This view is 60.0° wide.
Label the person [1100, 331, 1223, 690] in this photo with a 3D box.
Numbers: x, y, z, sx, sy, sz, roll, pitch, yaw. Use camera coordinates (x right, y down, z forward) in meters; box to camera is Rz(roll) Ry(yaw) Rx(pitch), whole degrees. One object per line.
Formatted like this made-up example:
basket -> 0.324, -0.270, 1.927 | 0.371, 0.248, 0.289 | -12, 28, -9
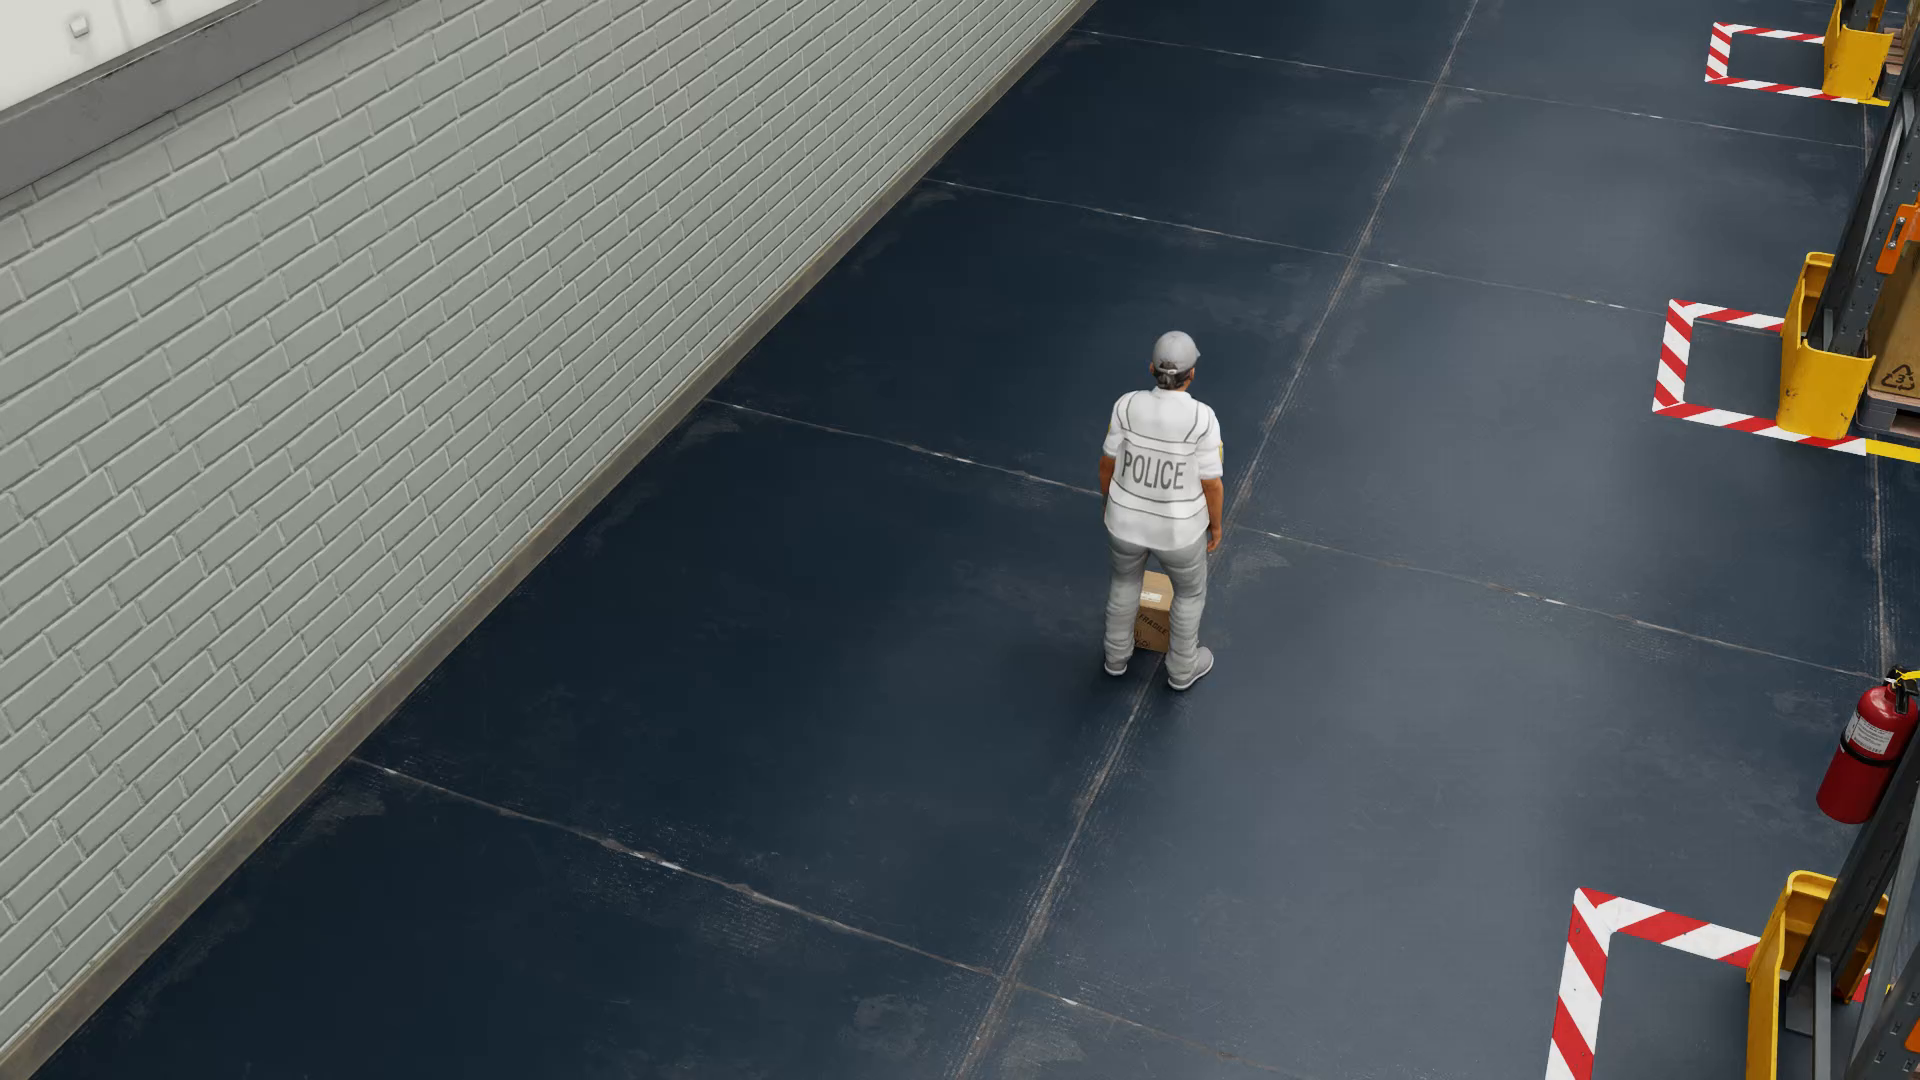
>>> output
person -> 0.845, -0.100, 6.942 | 0.537, 1.665, 0.469 | 14, 40, 18
